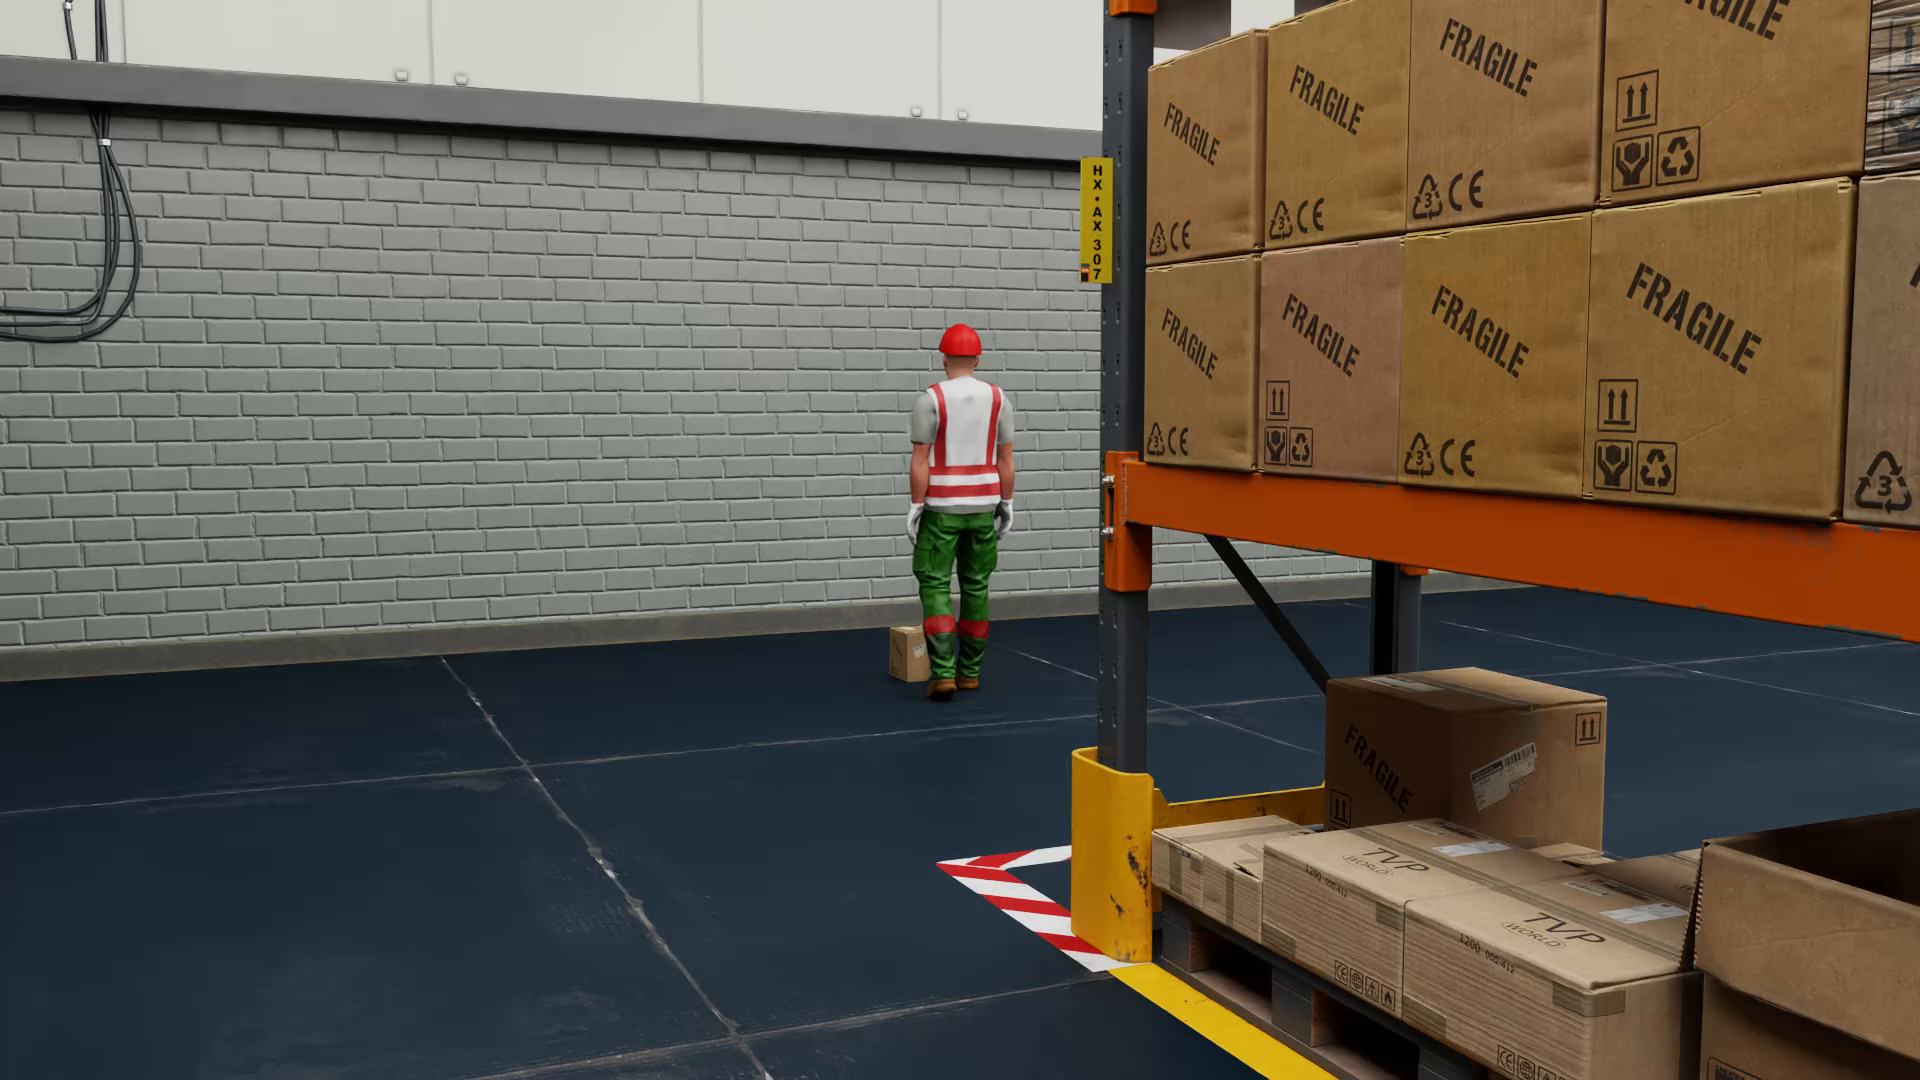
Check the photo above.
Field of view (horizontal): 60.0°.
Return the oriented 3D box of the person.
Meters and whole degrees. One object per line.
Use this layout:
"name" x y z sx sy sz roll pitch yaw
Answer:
"person" -0.008 -0.146 8.097 0.560 1.799 0.603 -2 6 -18
